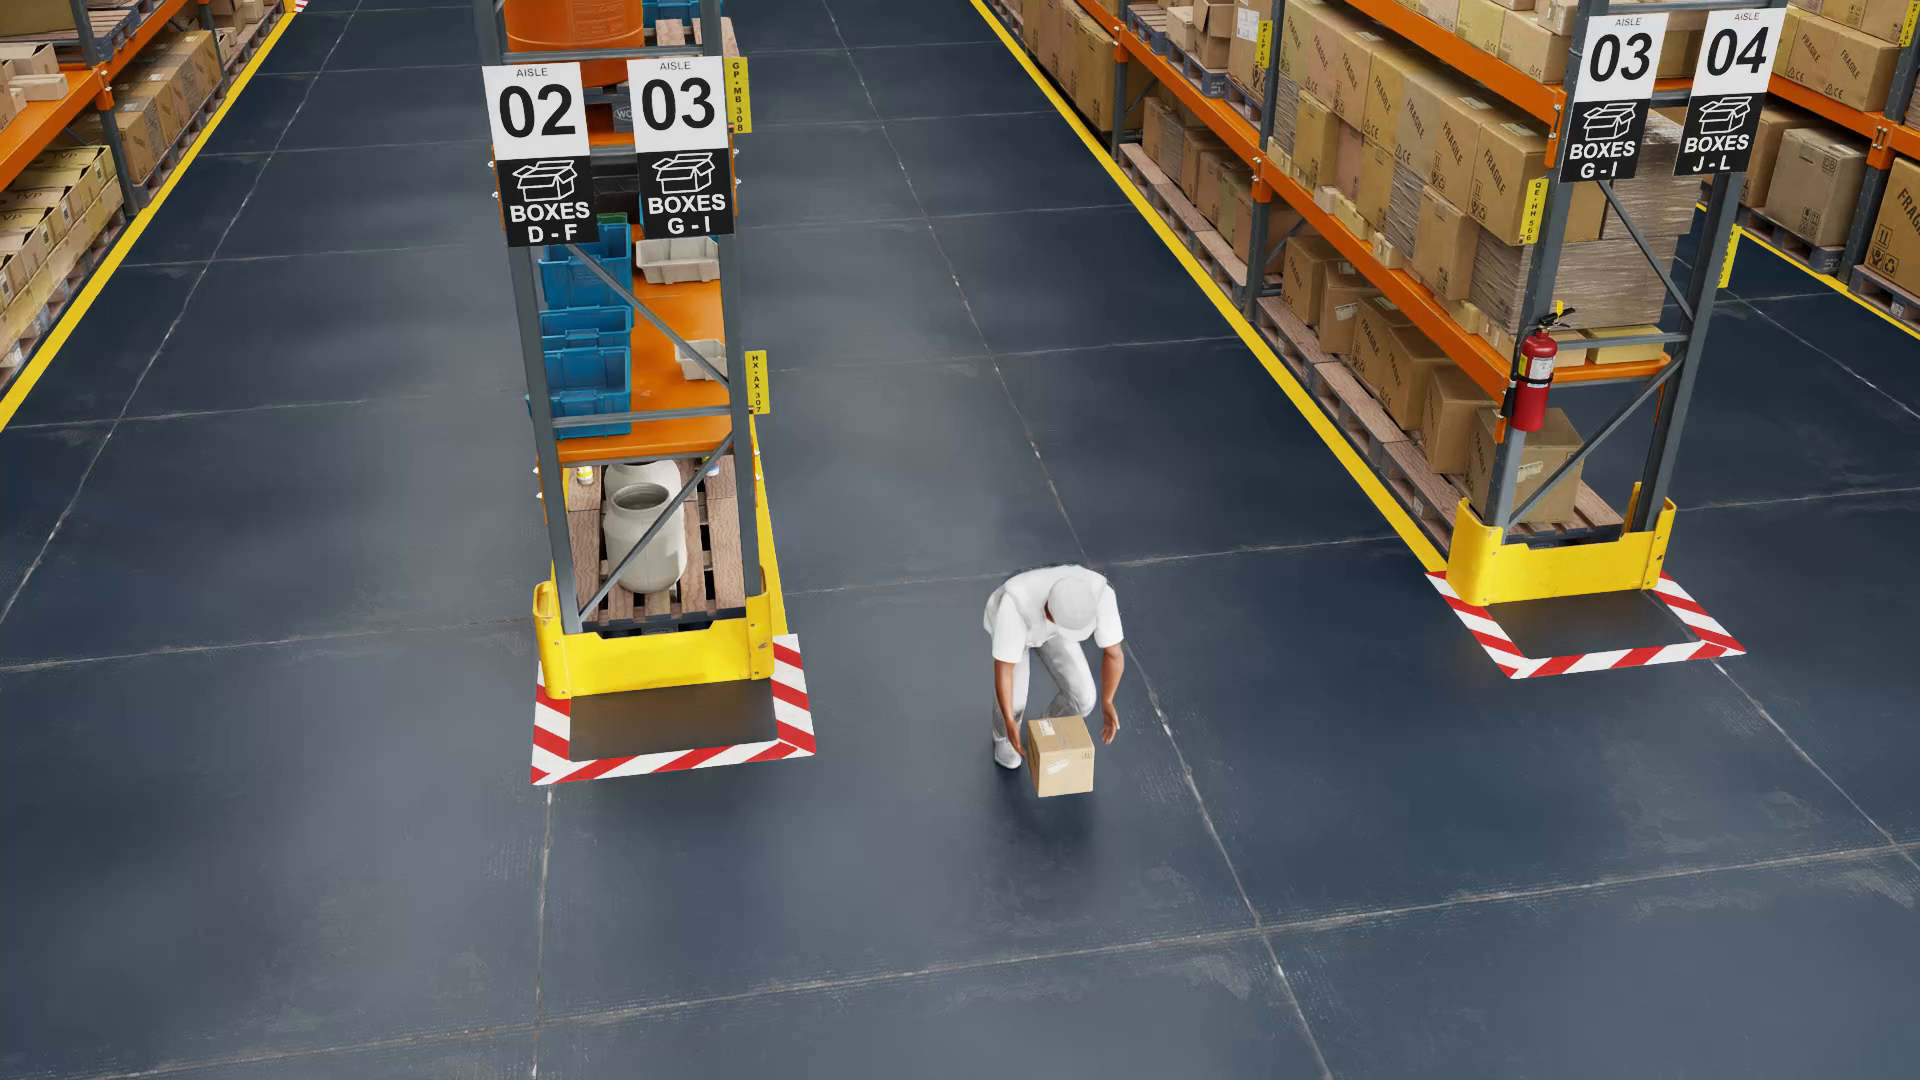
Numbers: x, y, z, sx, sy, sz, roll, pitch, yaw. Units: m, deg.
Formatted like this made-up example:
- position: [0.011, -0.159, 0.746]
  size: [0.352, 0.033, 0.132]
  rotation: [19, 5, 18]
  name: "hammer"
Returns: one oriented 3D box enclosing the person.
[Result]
- position: [0.423, 0.539, 7.753]
  size: [0.620, 1.207, 0.839]
  rotation: [-5, 31, -9]
  name: "person"
